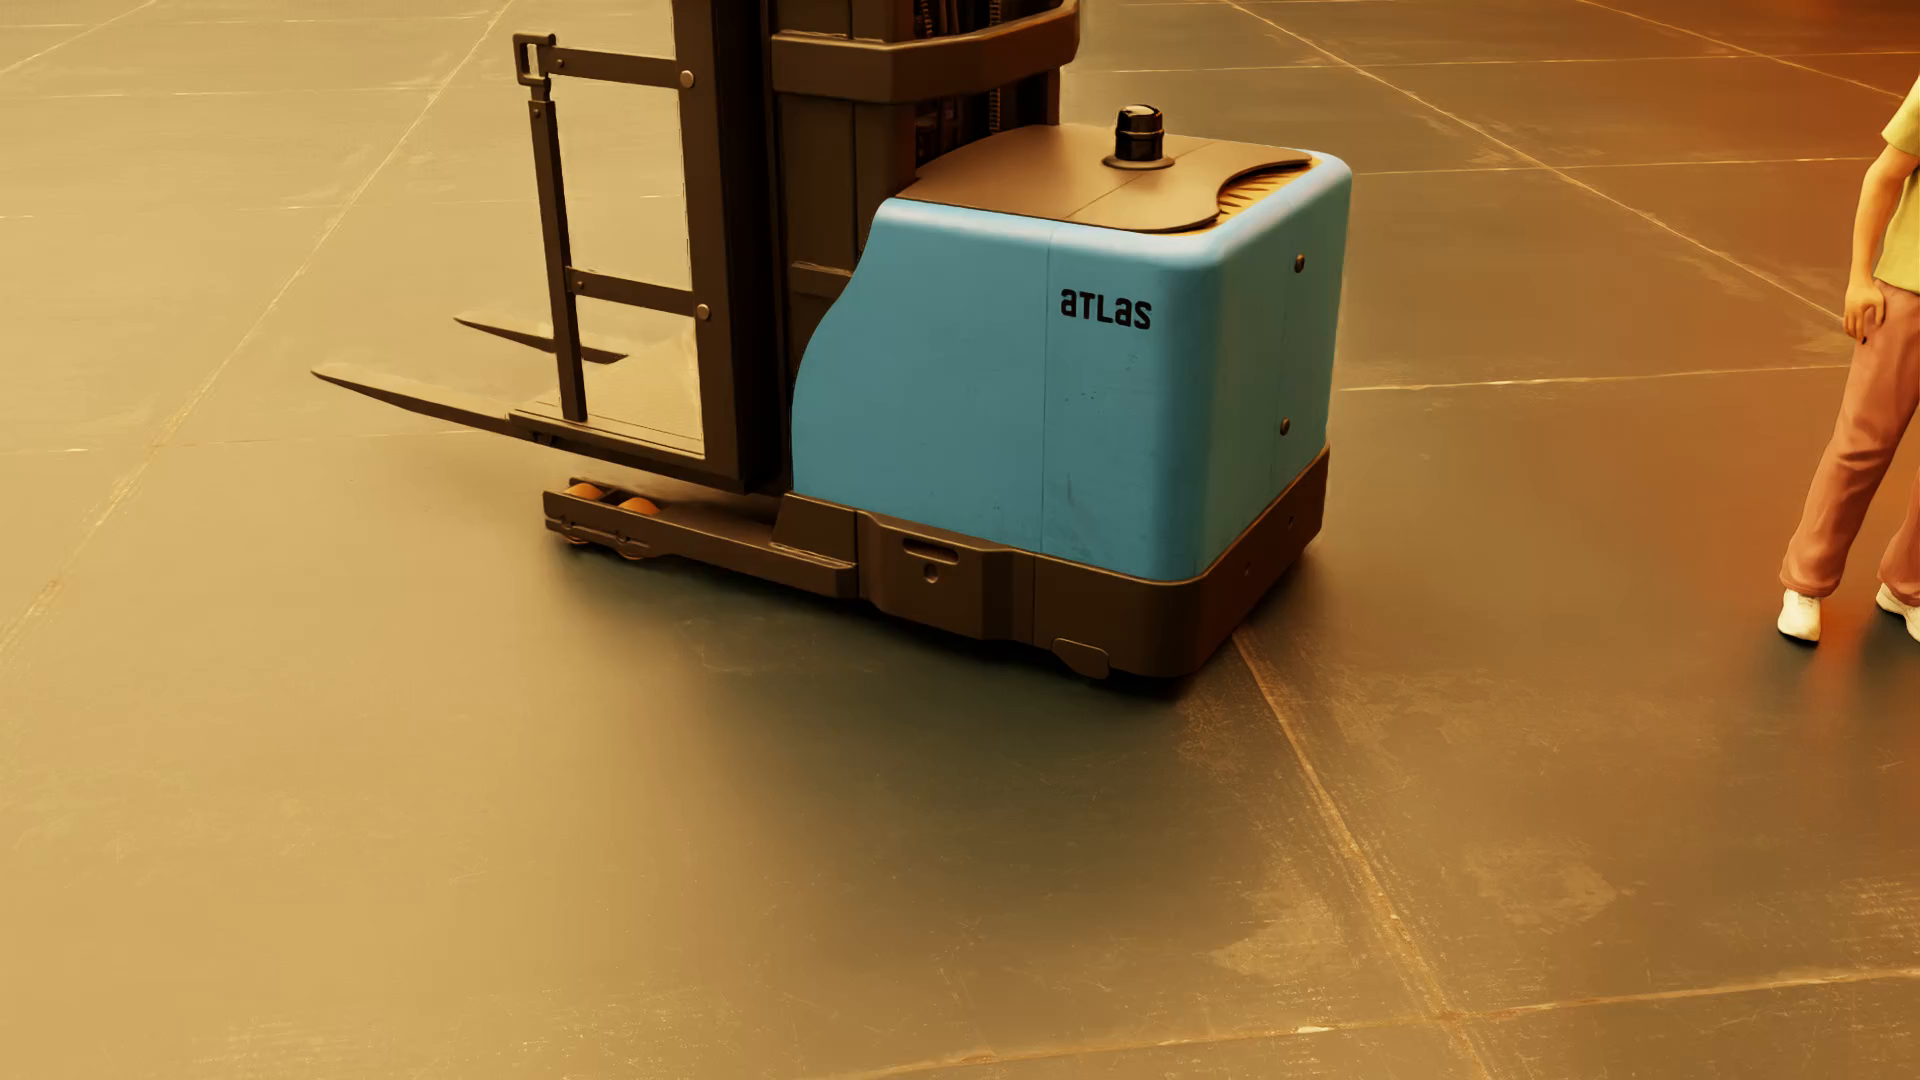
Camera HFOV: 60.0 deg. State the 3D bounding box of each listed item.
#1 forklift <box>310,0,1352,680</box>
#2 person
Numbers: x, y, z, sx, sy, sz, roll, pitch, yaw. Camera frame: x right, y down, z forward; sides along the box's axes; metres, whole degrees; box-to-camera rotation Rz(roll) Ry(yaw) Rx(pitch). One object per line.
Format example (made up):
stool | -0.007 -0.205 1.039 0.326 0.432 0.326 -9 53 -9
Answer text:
forklift | -0.552 -1.448 4.234 3.031 2.935 1.130 14 29 27
person | 2.297 -0.553 3.829 0.512 1.671 0.359 3 26 6
